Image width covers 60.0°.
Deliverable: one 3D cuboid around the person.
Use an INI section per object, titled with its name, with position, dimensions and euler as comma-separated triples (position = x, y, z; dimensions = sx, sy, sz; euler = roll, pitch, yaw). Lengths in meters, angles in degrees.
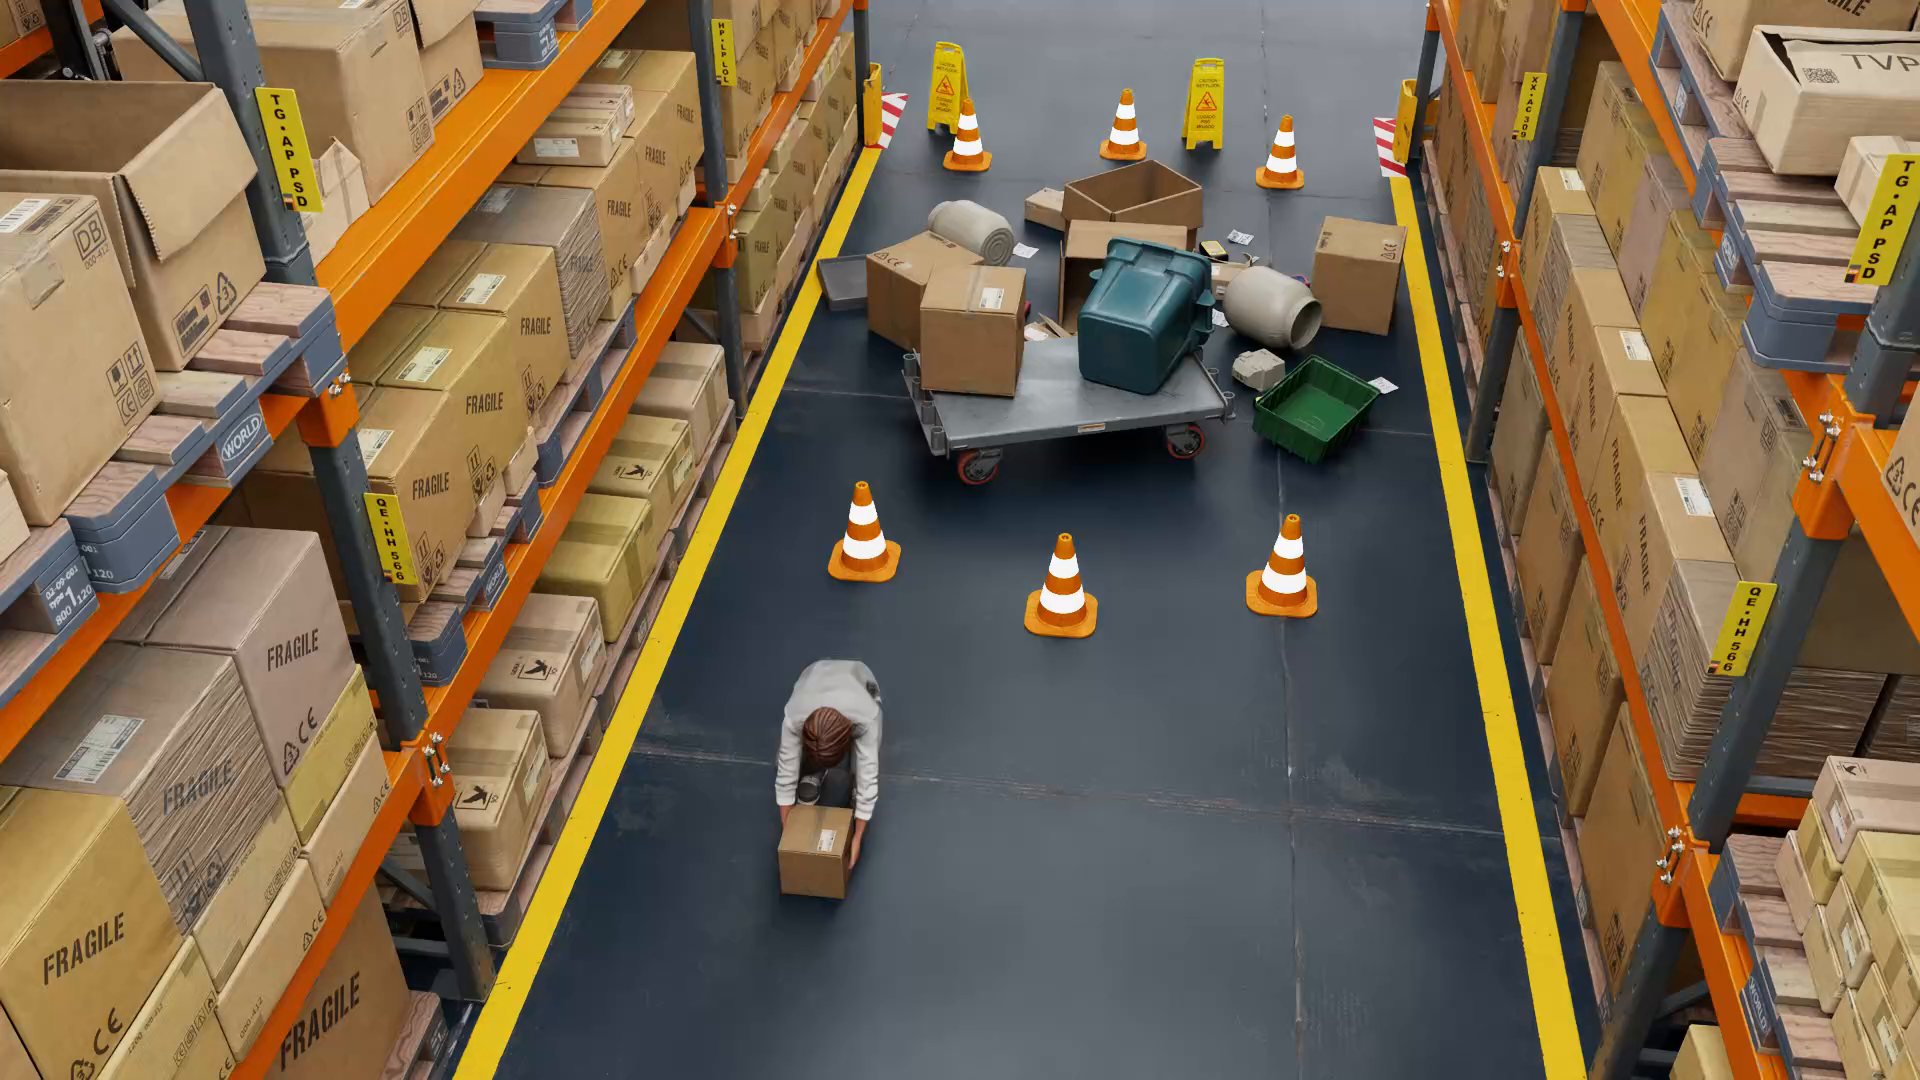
[person]
position = -0.511, 0.799, 6.646
dimensions = 0.439, 0.795, 0.803
euler = 4, 37, 6
